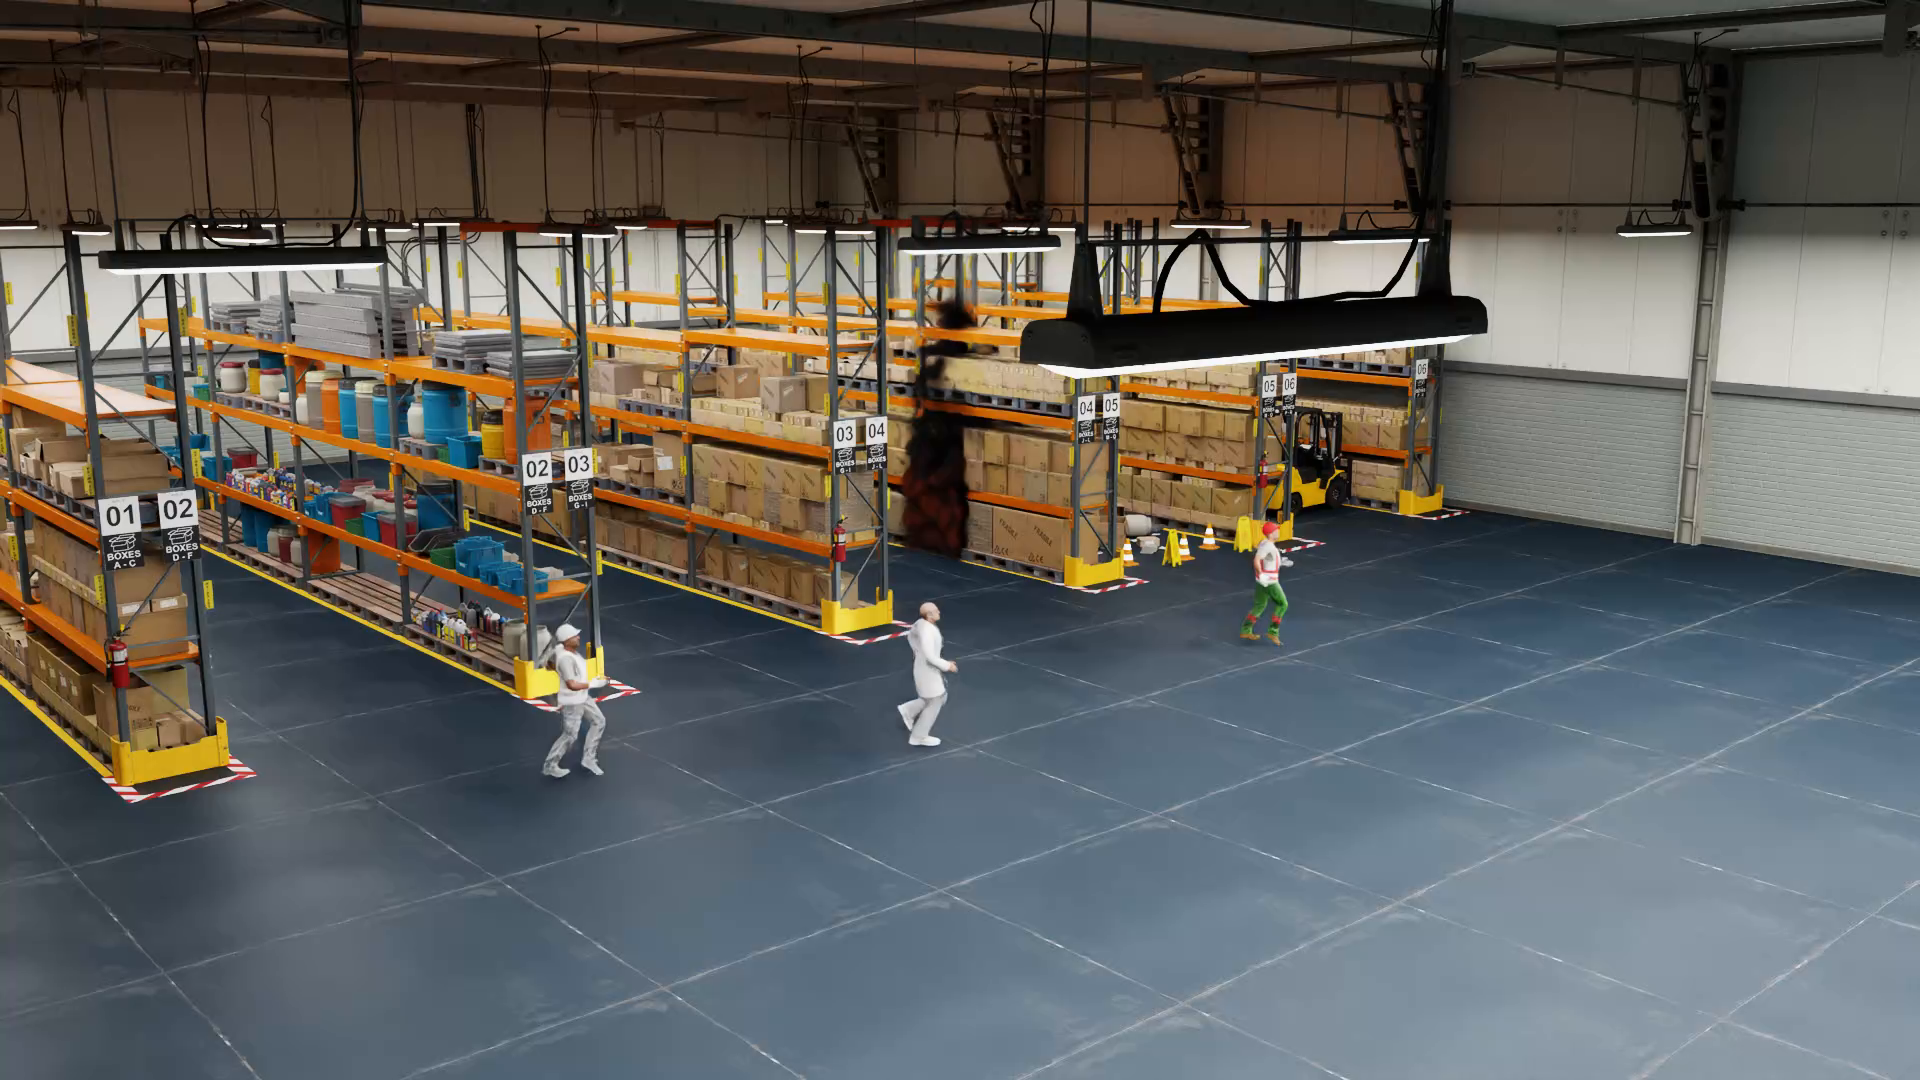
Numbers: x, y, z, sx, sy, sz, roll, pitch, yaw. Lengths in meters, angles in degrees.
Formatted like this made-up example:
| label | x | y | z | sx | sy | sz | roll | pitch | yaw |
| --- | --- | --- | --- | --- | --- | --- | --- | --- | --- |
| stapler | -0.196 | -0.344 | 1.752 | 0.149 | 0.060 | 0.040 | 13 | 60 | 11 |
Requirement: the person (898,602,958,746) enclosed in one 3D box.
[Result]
| label | x | y | z | sx | sy | sz | roll | pitch | yaw |
| --- | --- | --- | --- | --- | --- | --- | --- | --- | --- |
| person | -0.352 | 1.575 | 19.698 | 0.639 | 1.737 | 0.728 | -2 | 12 | -9 |

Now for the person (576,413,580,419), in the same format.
| label | x | y | z | sx | sy | sz | roll | pitch | yaw |
| --- | --- | --- | --- | --- | --- | --- | --- | --- | --- |
| person | -8.712 | -2.043 | 37.883 | 0.599 | 1.712 | 0.780 | -8 | 14 | -34 |

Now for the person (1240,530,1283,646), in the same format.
| label | x | y | z | sx | sy | sz | roll | pitch | yaw |
| --- | --- | --- | --- | --- | --- | --- | --- | --- | --- |
| person | 4.408 | 0.665 | 24.245 | 0.611 | 1.786 | 0.637 | -1 | 11 | -5 |

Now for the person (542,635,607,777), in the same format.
| label | x | y | z | sx | sy | sz | roll | pitch | yaw |
| --- | --- | --- | --- | --- | --- | --- | --- | --- | --- |
| person | -4.304 | 1.824 | 18.546 | 0.750 | 1.772 | 0.691 | -2 | 12 | -8 |

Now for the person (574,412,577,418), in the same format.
| label | x | y | z | sx | sy | sz | roll | pitch | yaw |
| --- | --- | --- | --- | --- | --- | --- | --- | --- | --- |
| person | -9.346 | -2.544 | 40.154 | 0.625 | 1.536 | 0.666 | 5 | 12 | 23 |
